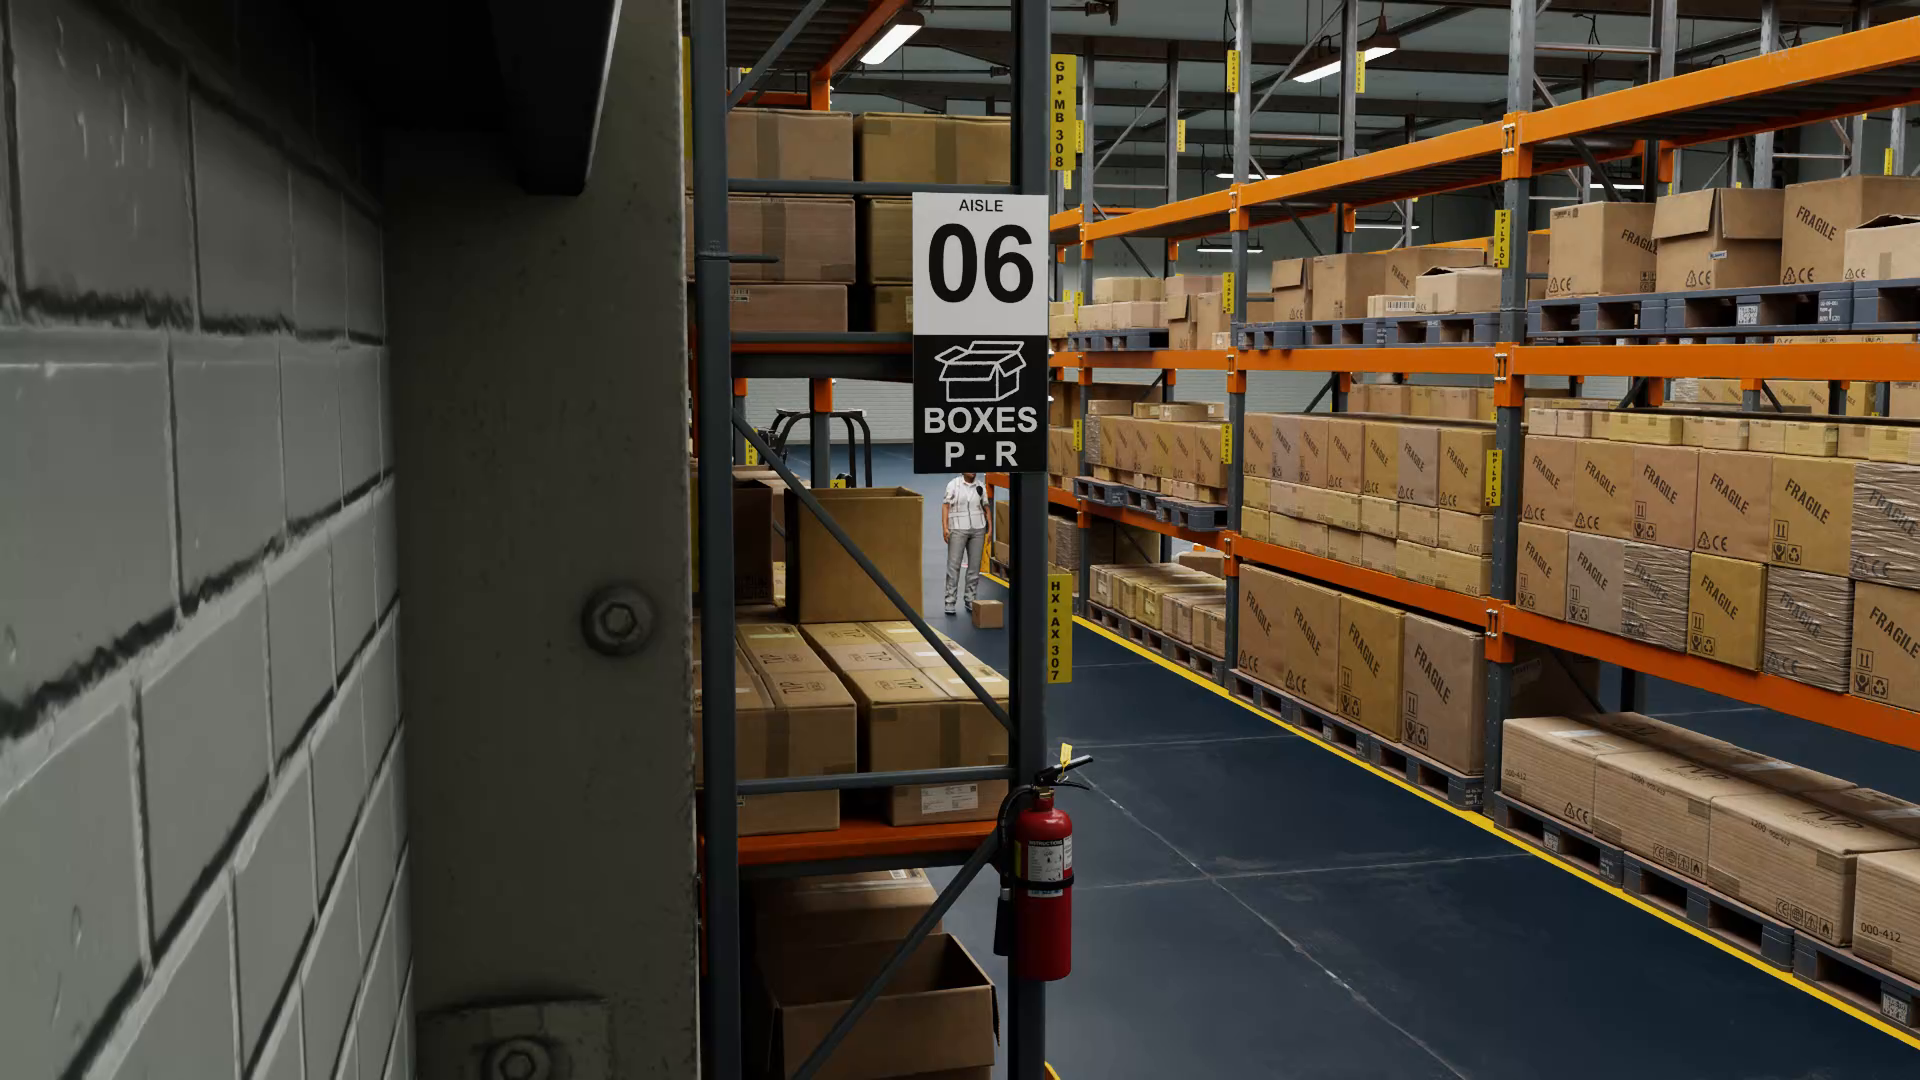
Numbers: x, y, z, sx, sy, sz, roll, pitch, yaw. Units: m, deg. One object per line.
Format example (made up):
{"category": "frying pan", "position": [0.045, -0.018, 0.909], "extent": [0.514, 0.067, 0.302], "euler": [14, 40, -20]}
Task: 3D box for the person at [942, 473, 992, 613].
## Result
{"category": "person", "position": [0.079, -0.068, 18.056], "extent": [0.599, 1.670, 0.529], "euler": [-2, 6, -15]}
